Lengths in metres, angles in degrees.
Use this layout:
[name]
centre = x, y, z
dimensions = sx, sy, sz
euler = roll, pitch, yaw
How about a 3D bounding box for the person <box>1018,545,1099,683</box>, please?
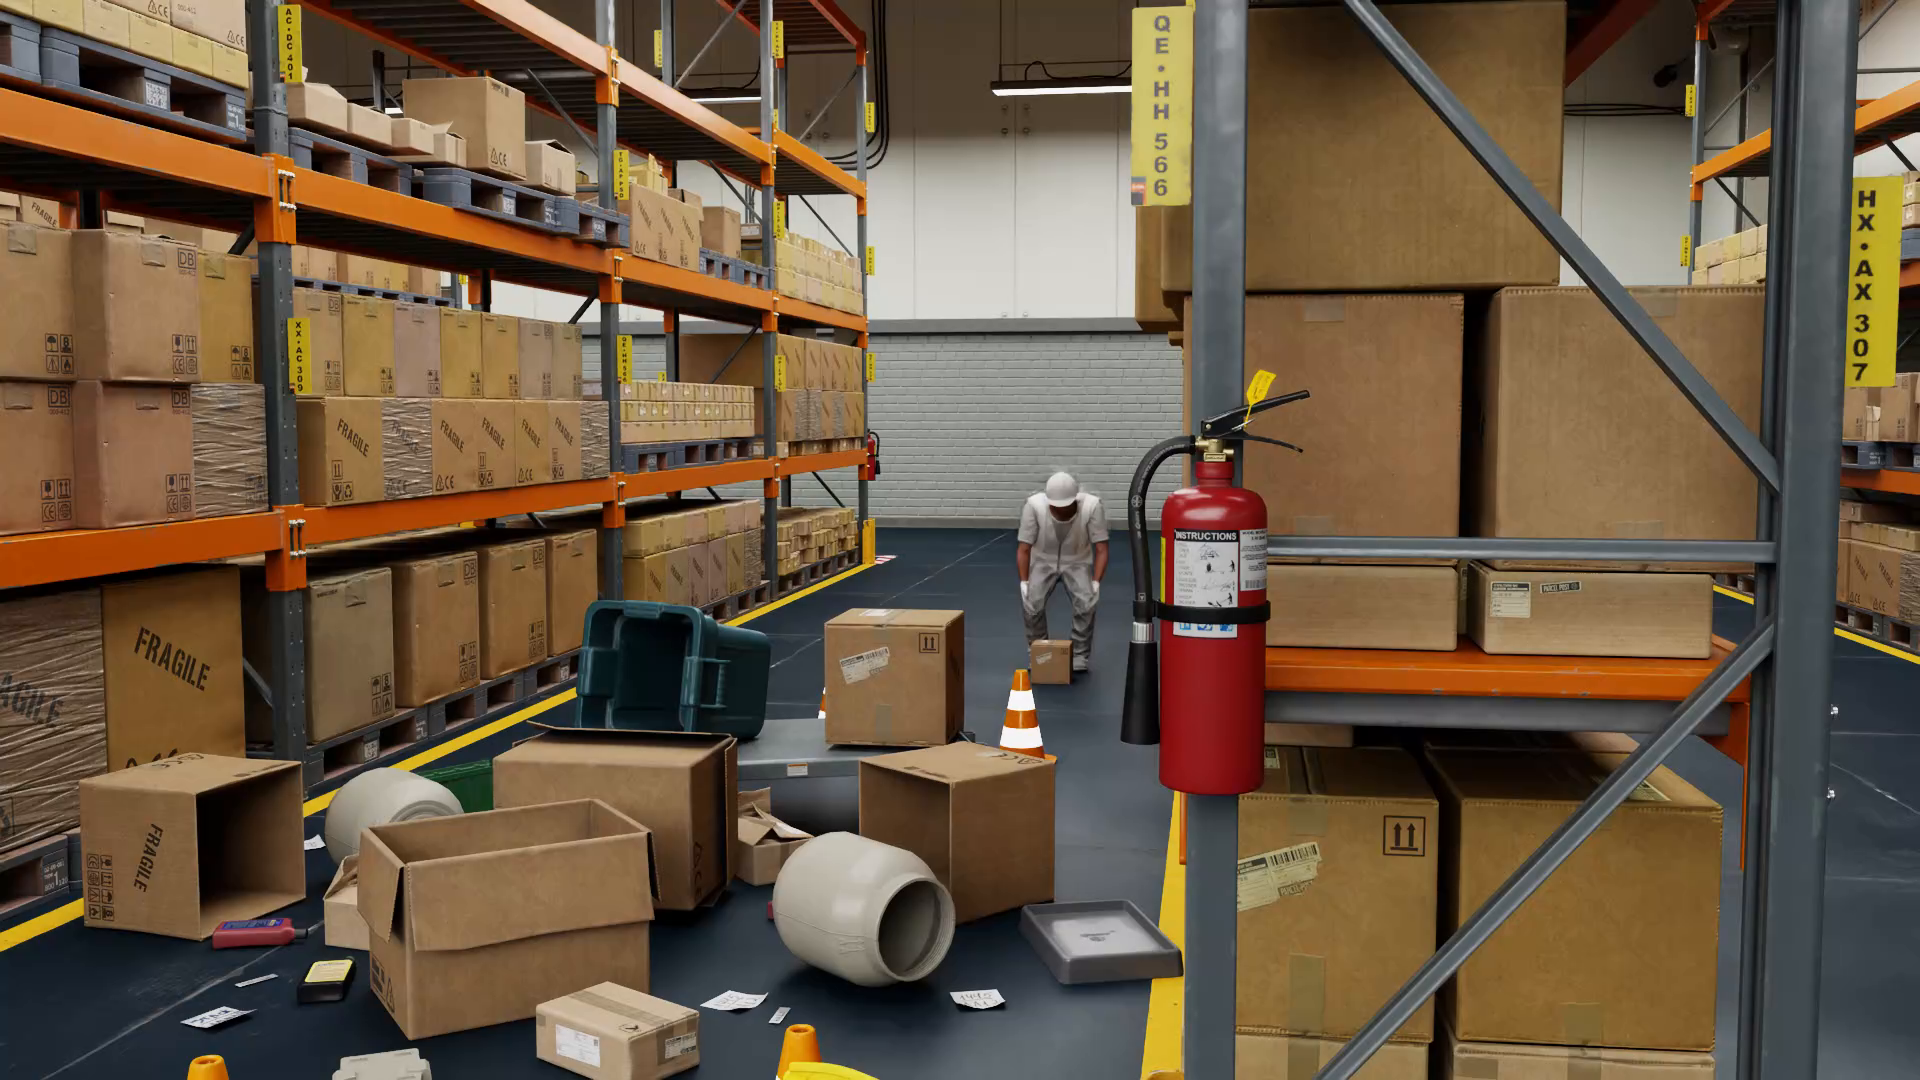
[person]
centre = 0.655, 0.481, 11.012
dimensions = 0.540, 0.857, 0.993
euler = 1, 4, 7
